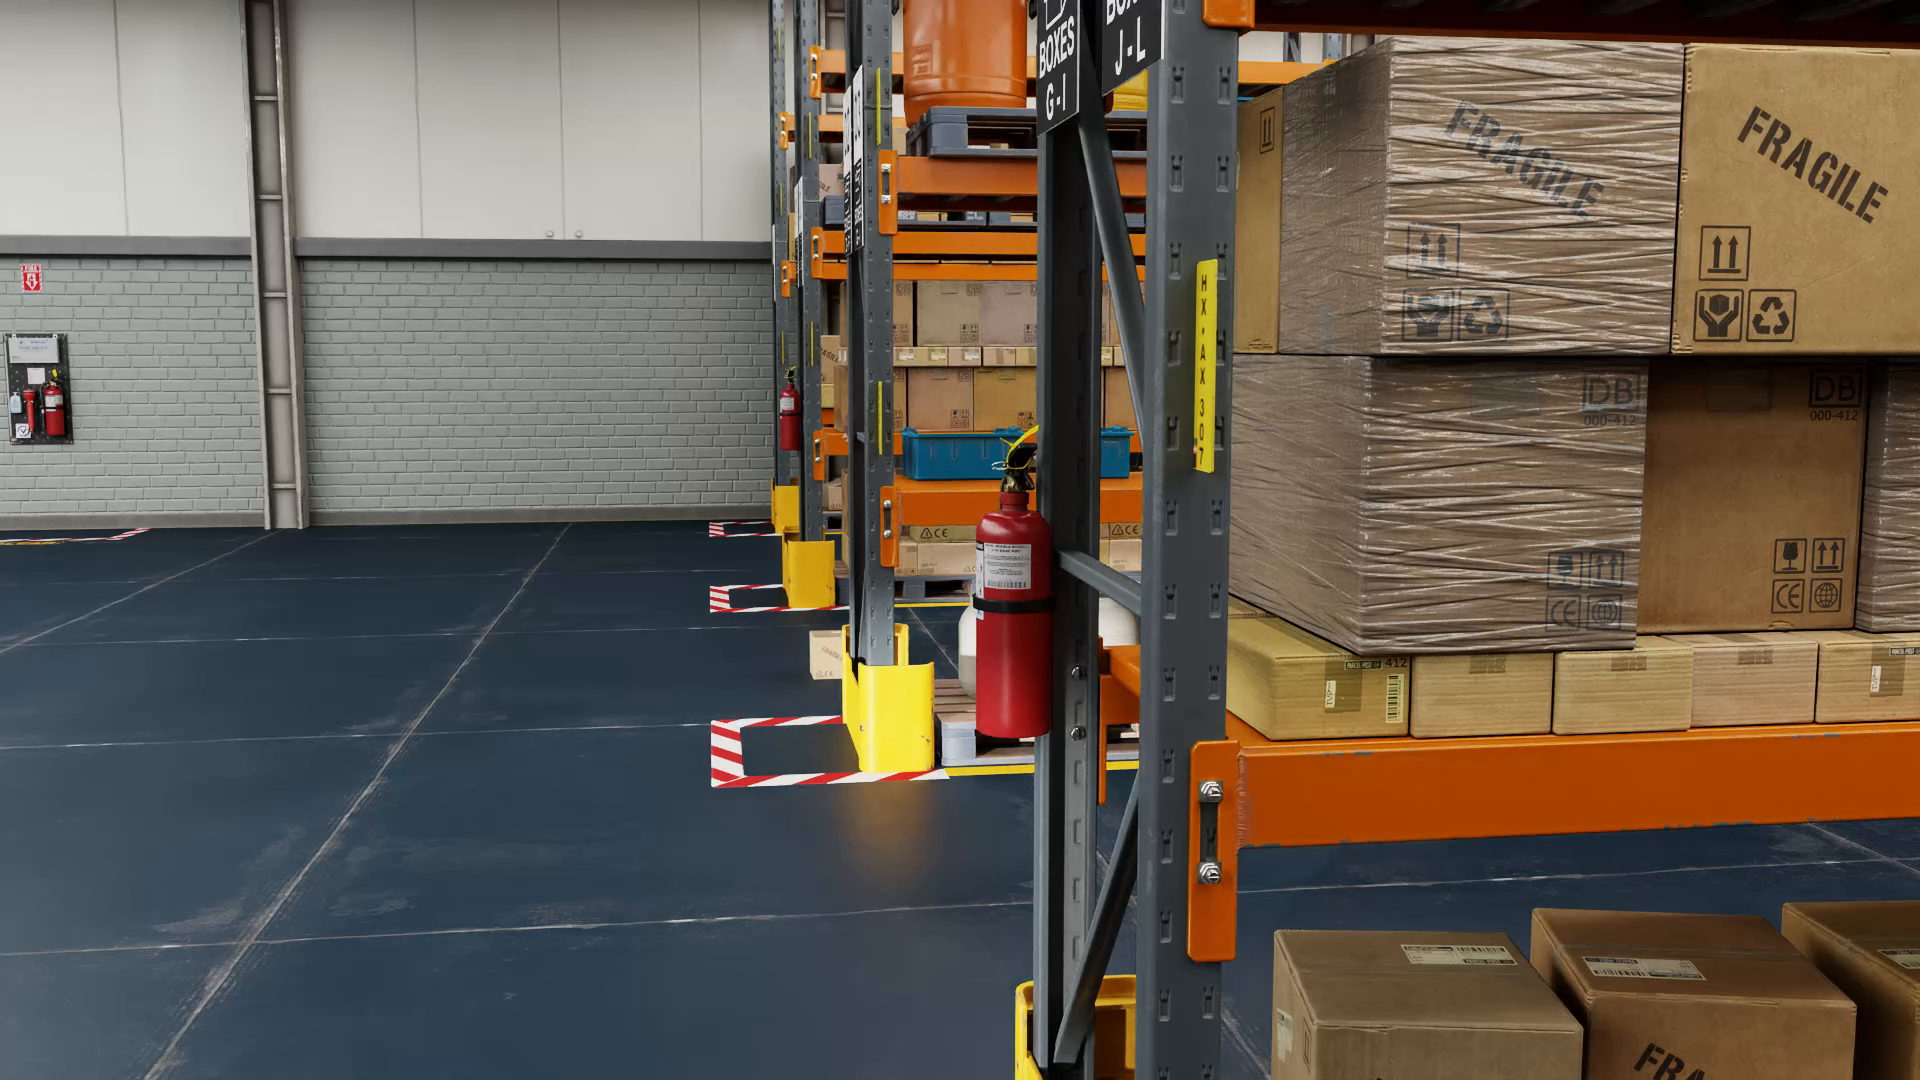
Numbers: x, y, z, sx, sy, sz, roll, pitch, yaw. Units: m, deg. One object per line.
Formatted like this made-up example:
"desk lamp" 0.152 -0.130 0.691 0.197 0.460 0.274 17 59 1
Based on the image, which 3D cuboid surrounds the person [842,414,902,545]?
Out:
"person" -0.531 0.014 9.917 0.350 1.591 0.482 -1 7 -12
